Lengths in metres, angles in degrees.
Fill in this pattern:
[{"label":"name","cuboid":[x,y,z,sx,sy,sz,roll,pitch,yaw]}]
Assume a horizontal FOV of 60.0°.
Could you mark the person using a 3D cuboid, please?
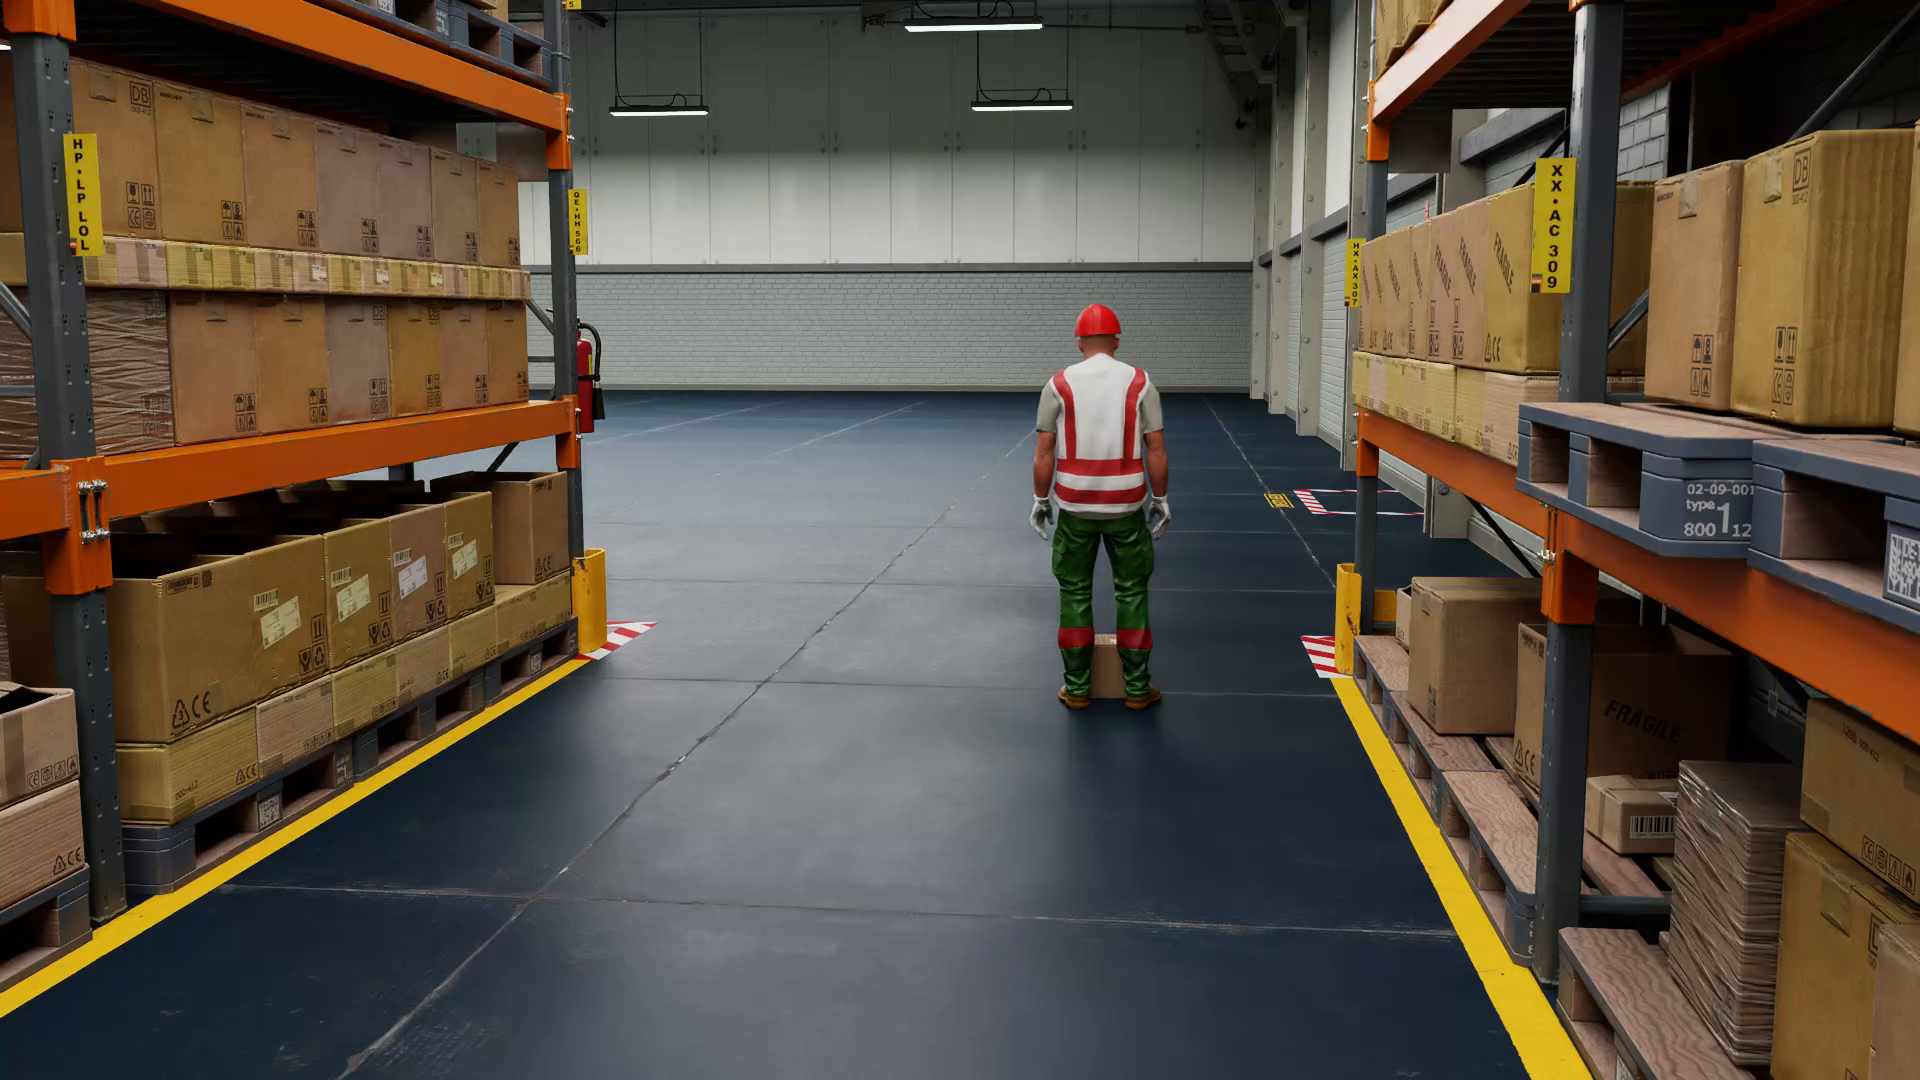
[{"label":"person","cuboid":[0.623,-0.147,7.348,0.620,1.779,0.454,1,8,5]}]
